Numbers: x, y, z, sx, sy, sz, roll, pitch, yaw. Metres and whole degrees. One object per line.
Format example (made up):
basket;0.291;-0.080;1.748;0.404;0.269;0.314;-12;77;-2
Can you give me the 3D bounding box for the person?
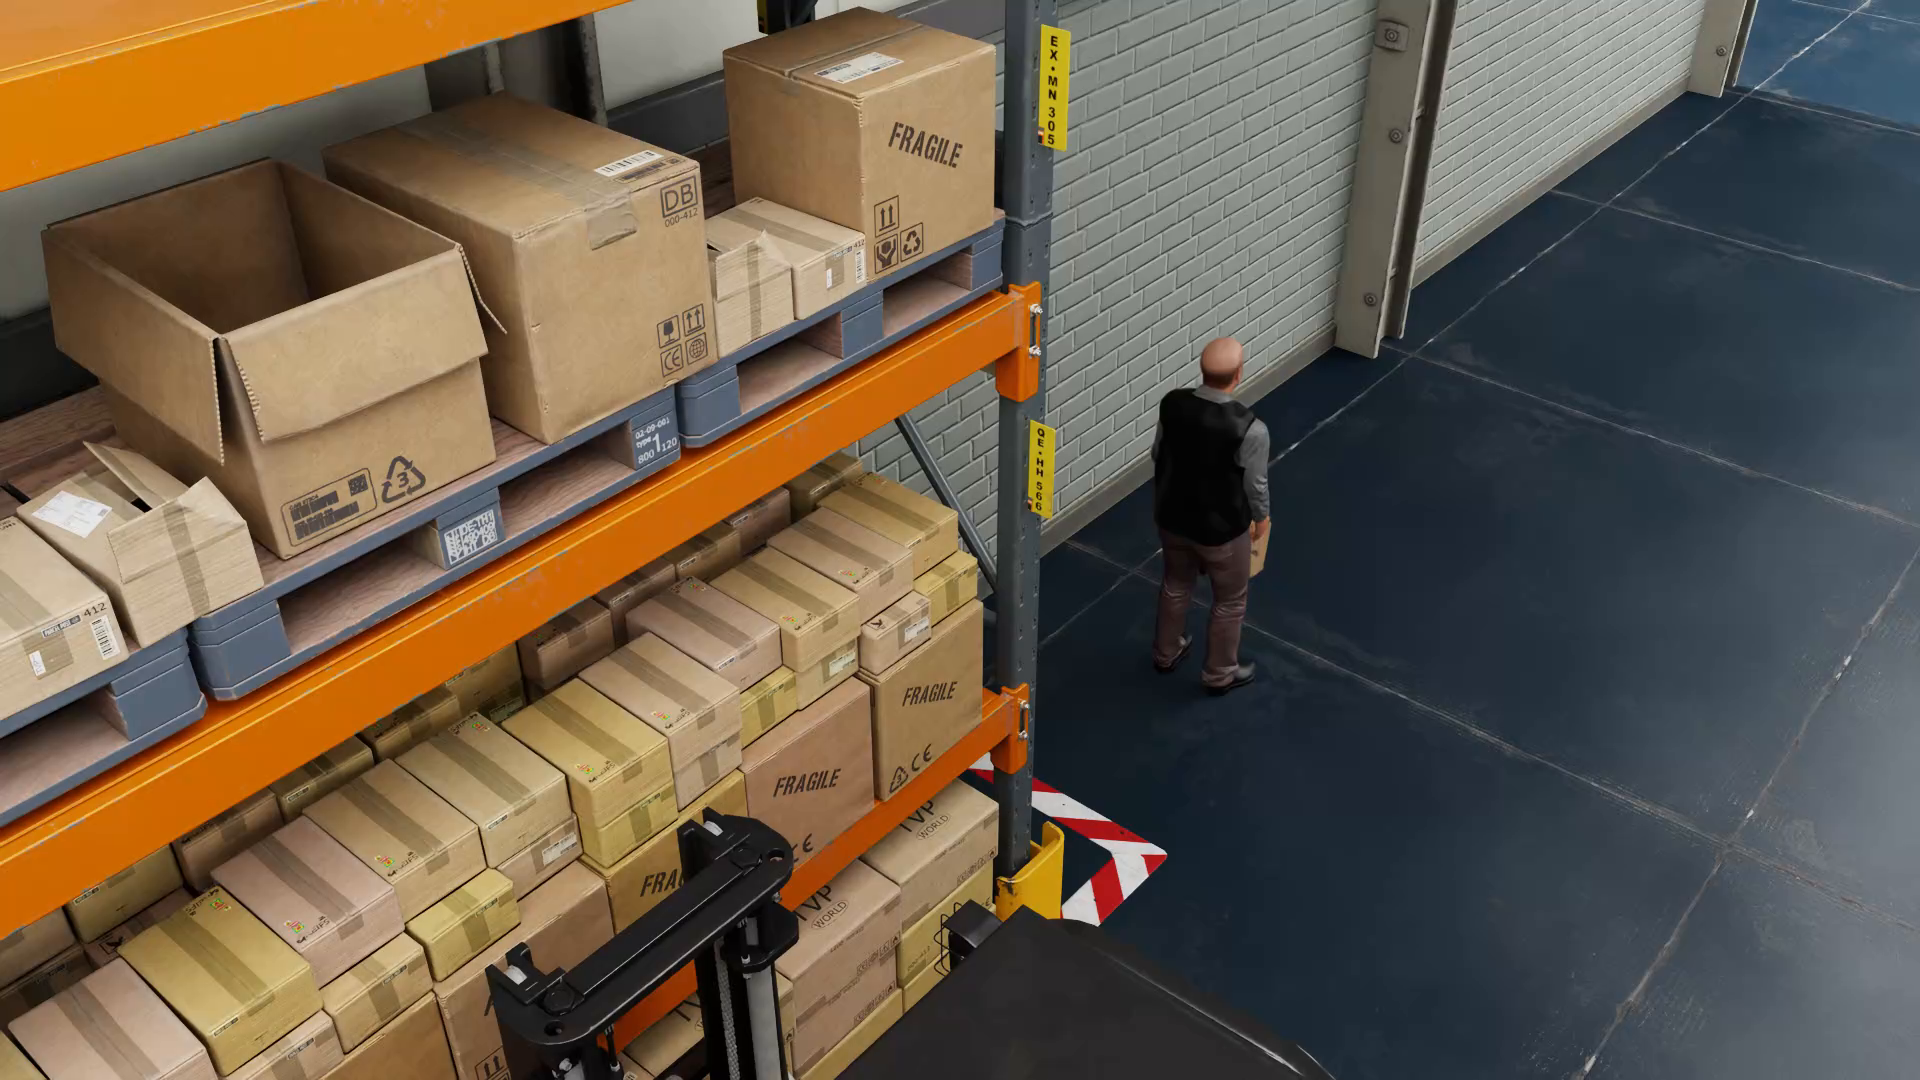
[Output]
person;1.070;-0.090;7.290;0.558;1.725;0.419;24;42;31
